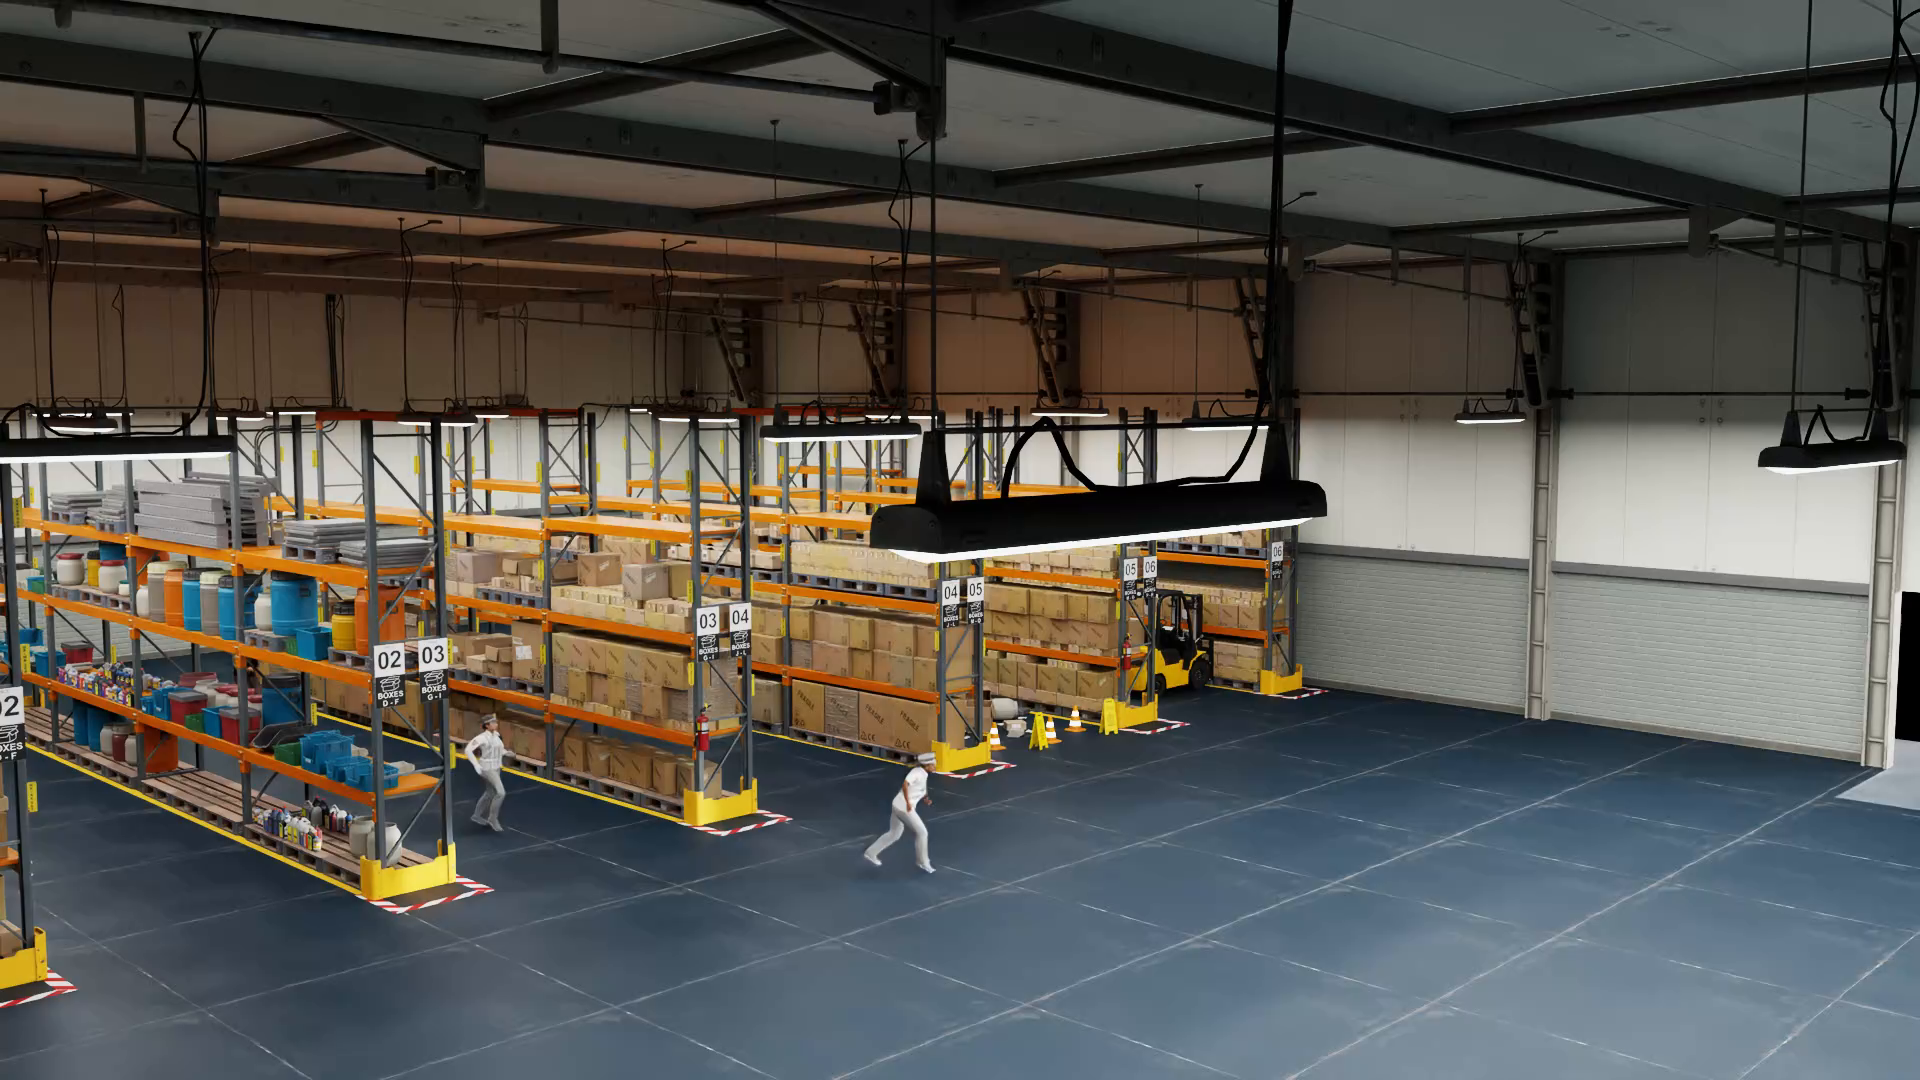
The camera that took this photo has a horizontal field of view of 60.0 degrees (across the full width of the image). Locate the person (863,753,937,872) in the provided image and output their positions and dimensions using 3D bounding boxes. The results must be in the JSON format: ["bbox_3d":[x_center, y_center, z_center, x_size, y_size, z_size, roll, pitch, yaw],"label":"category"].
[{"bbox_3d":[-0.790,3.626,21.927,0.986,1.628,0.618,0,5,-3],"label":"person"}]

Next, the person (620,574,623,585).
[{"bbox_3d":[-8.879,1.528,44.176,0.699,1.816,0.831,4,6,36],"label":"person"}]

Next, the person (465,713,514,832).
[{"bbox_3d":[-6.793,3.363,24.092,0.717,1.737,0.591,1,5,14],"label":"person"}]

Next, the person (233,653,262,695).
[{"bbox_3d":[-13.930,2.654,32.514,0.777,1.609,0.652,3,6,34],"label":"person"}]
